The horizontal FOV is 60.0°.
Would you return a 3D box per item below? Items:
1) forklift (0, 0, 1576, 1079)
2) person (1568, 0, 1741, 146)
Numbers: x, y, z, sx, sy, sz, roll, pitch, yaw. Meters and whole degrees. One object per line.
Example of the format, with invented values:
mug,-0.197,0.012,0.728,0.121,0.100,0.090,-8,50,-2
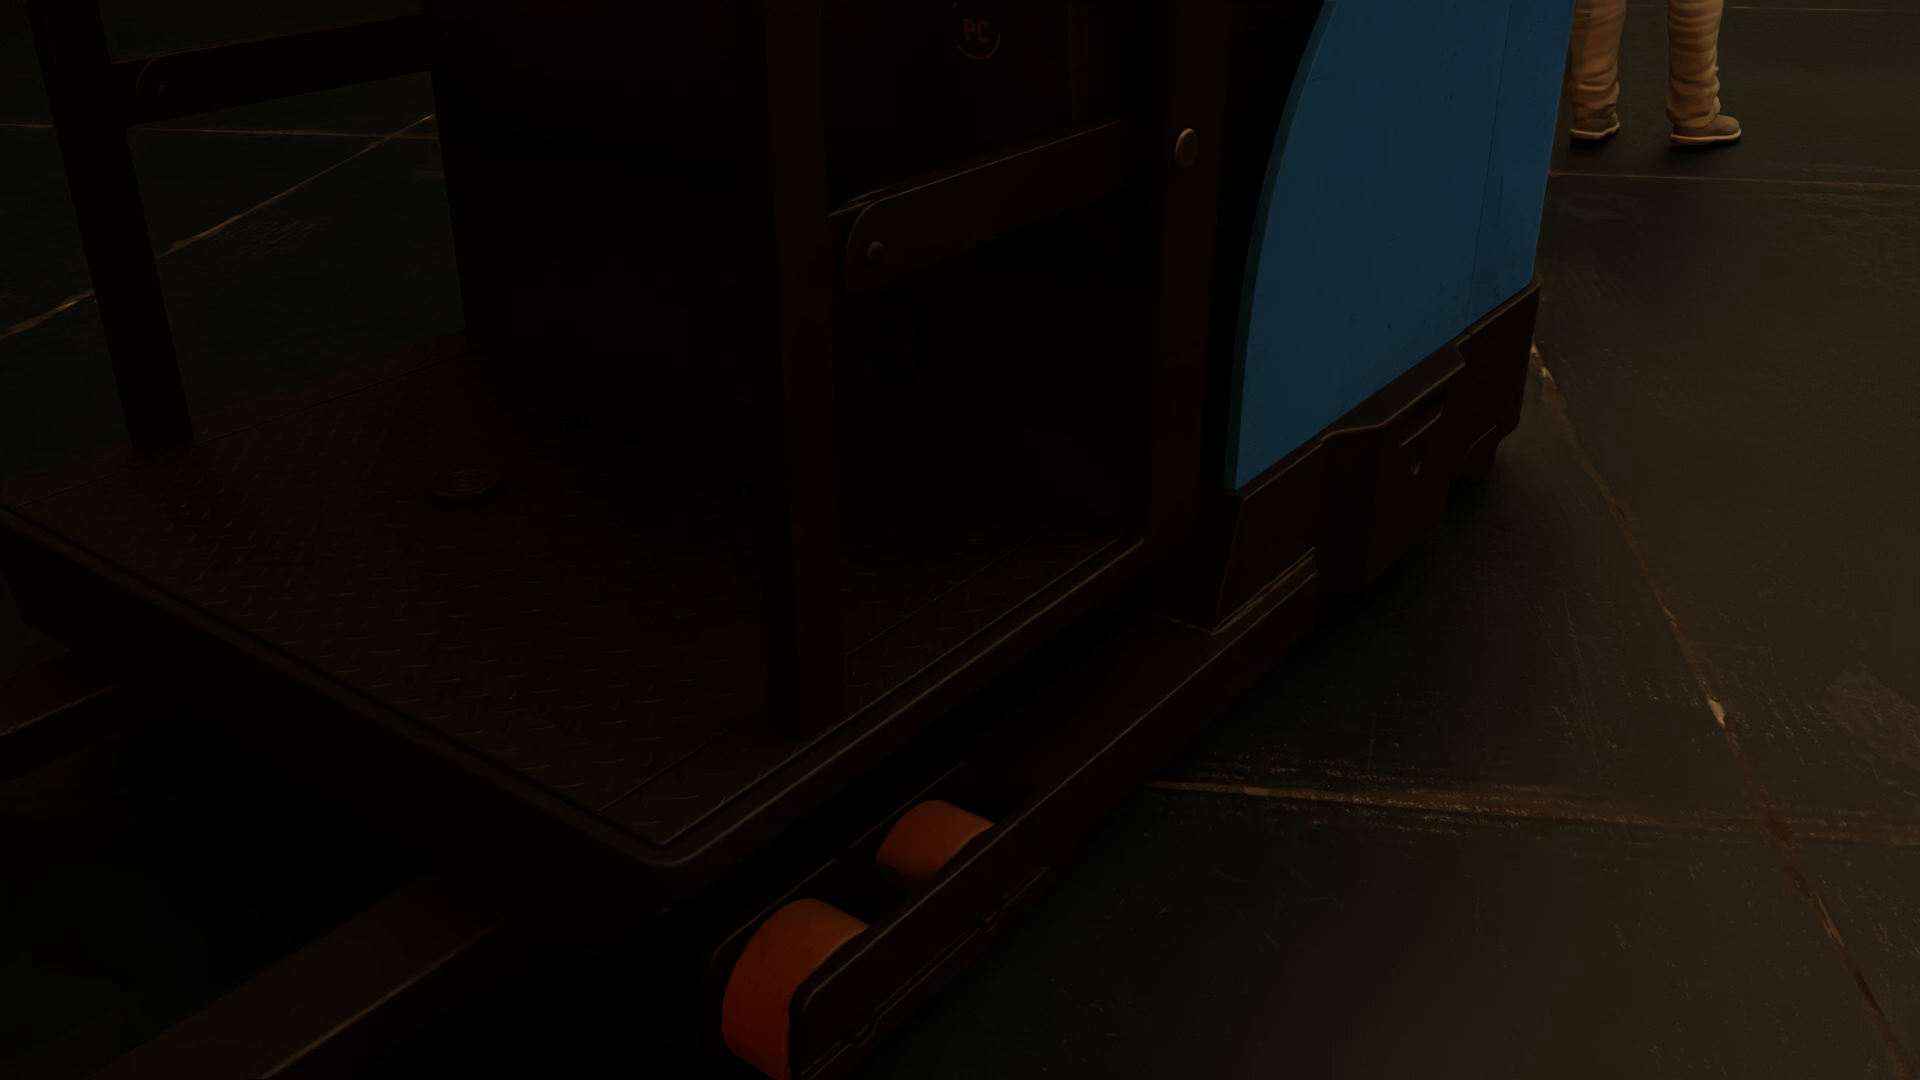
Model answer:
forklift,-0.364,-1.063,1.348,1.130,2.935,3.031,18,32,32
person,1.896,-1.913,4.453,0.598,1.670,0.529,19,32,33
